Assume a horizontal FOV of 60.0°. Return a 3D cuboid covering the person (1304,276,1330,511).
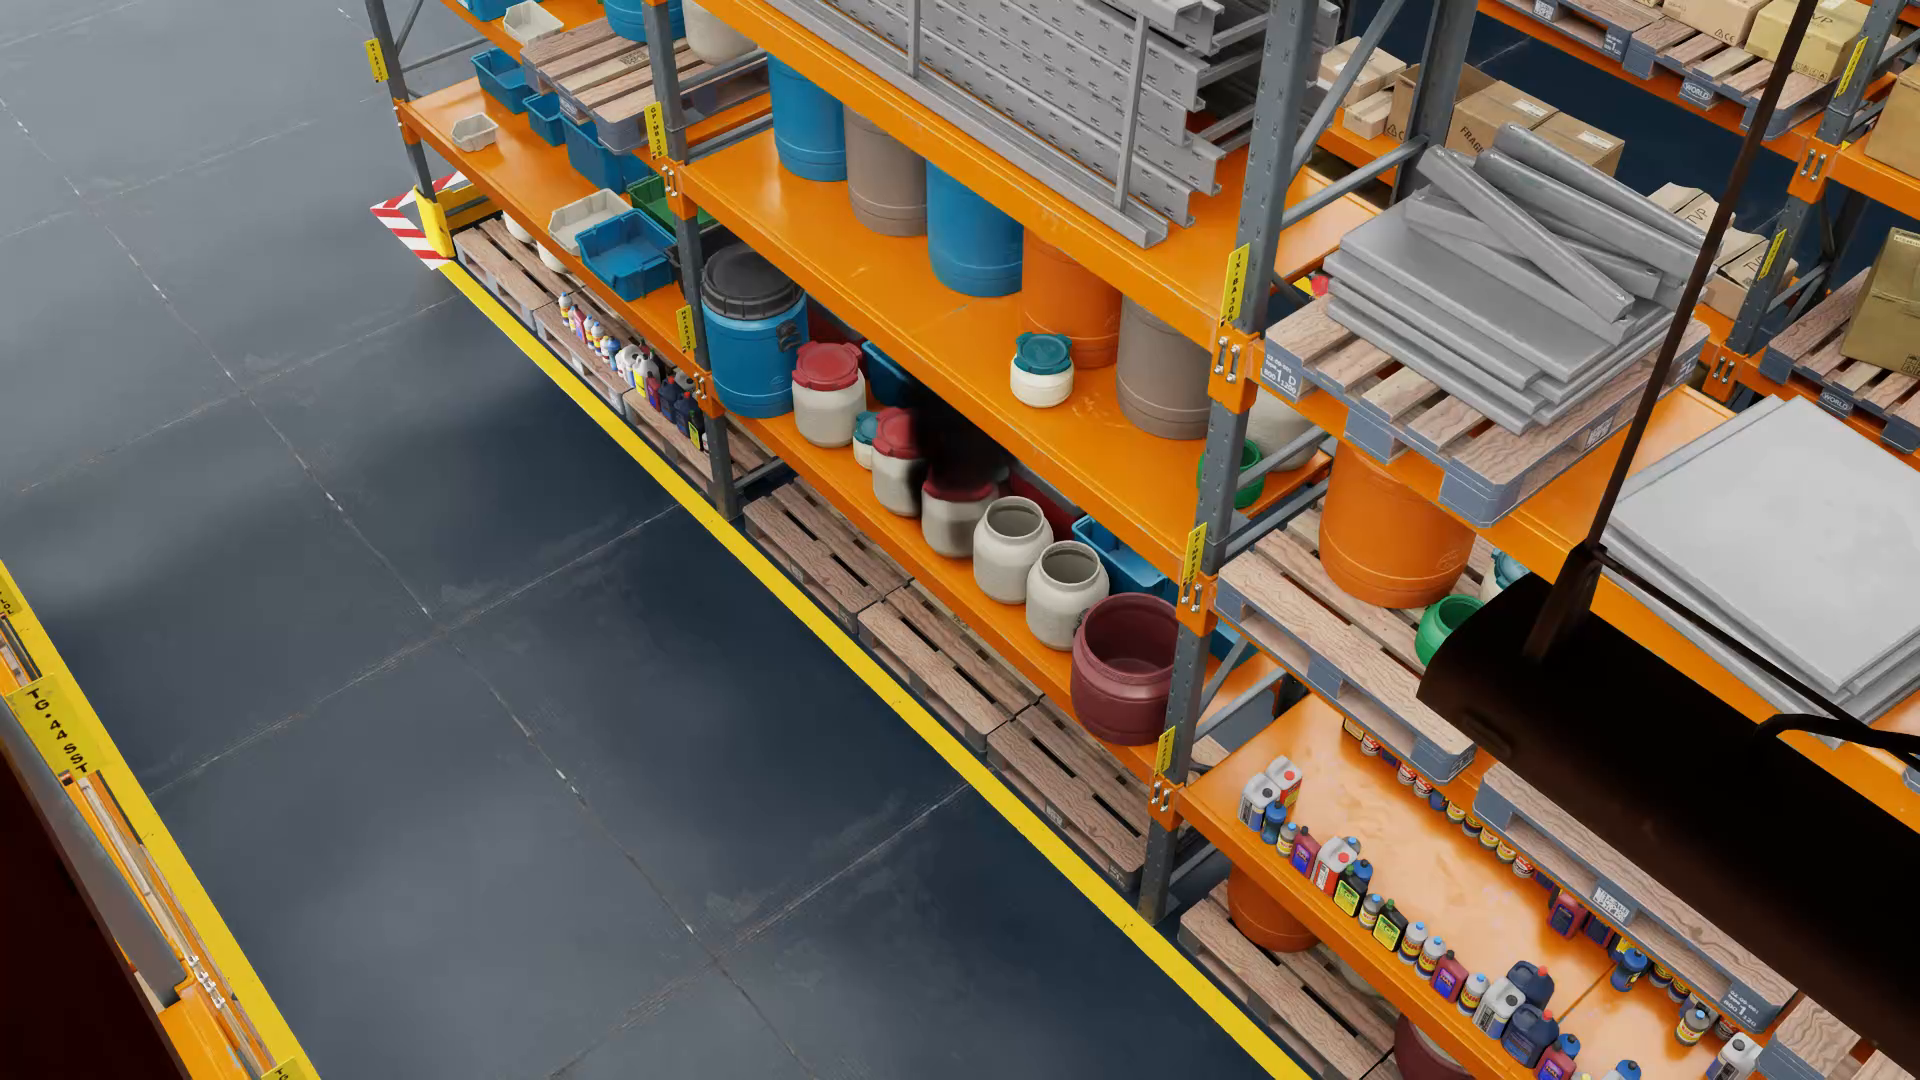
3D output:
[{"bbox_3d":[2.164,-0.911,10.235,0.743,1.770,0.690,30,53,25],"label":"person"}]
